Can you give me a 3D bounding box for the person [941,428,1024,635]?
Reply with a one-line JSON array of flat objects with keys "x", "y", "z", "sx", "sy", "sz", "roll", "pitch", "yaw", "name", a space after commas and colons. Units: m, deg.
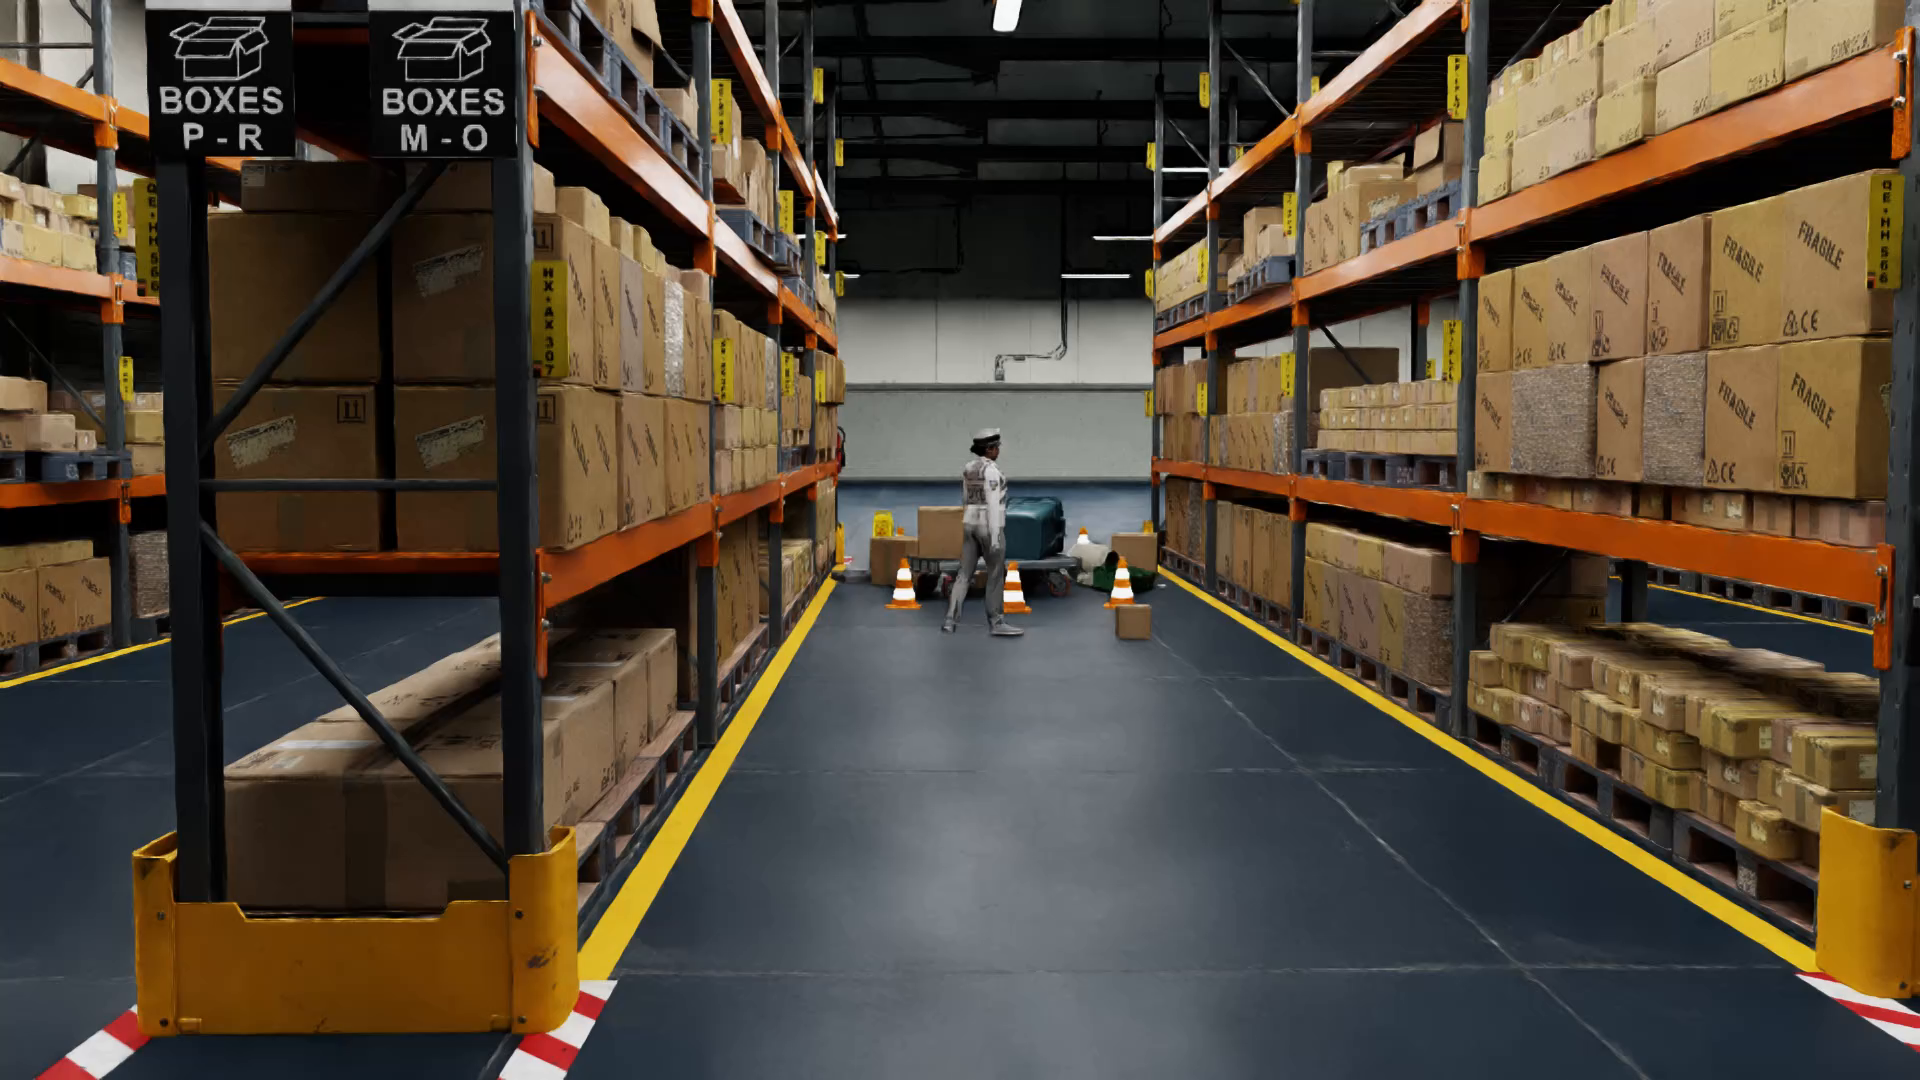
[{"x": 0.179, "y": -0.066, "z": 13.360, "sx": 0.614, "sy": 1.671, "sz": 0.589, "roll": -3, "pitch": 5, "yaw": -37, "name": "person"}]
